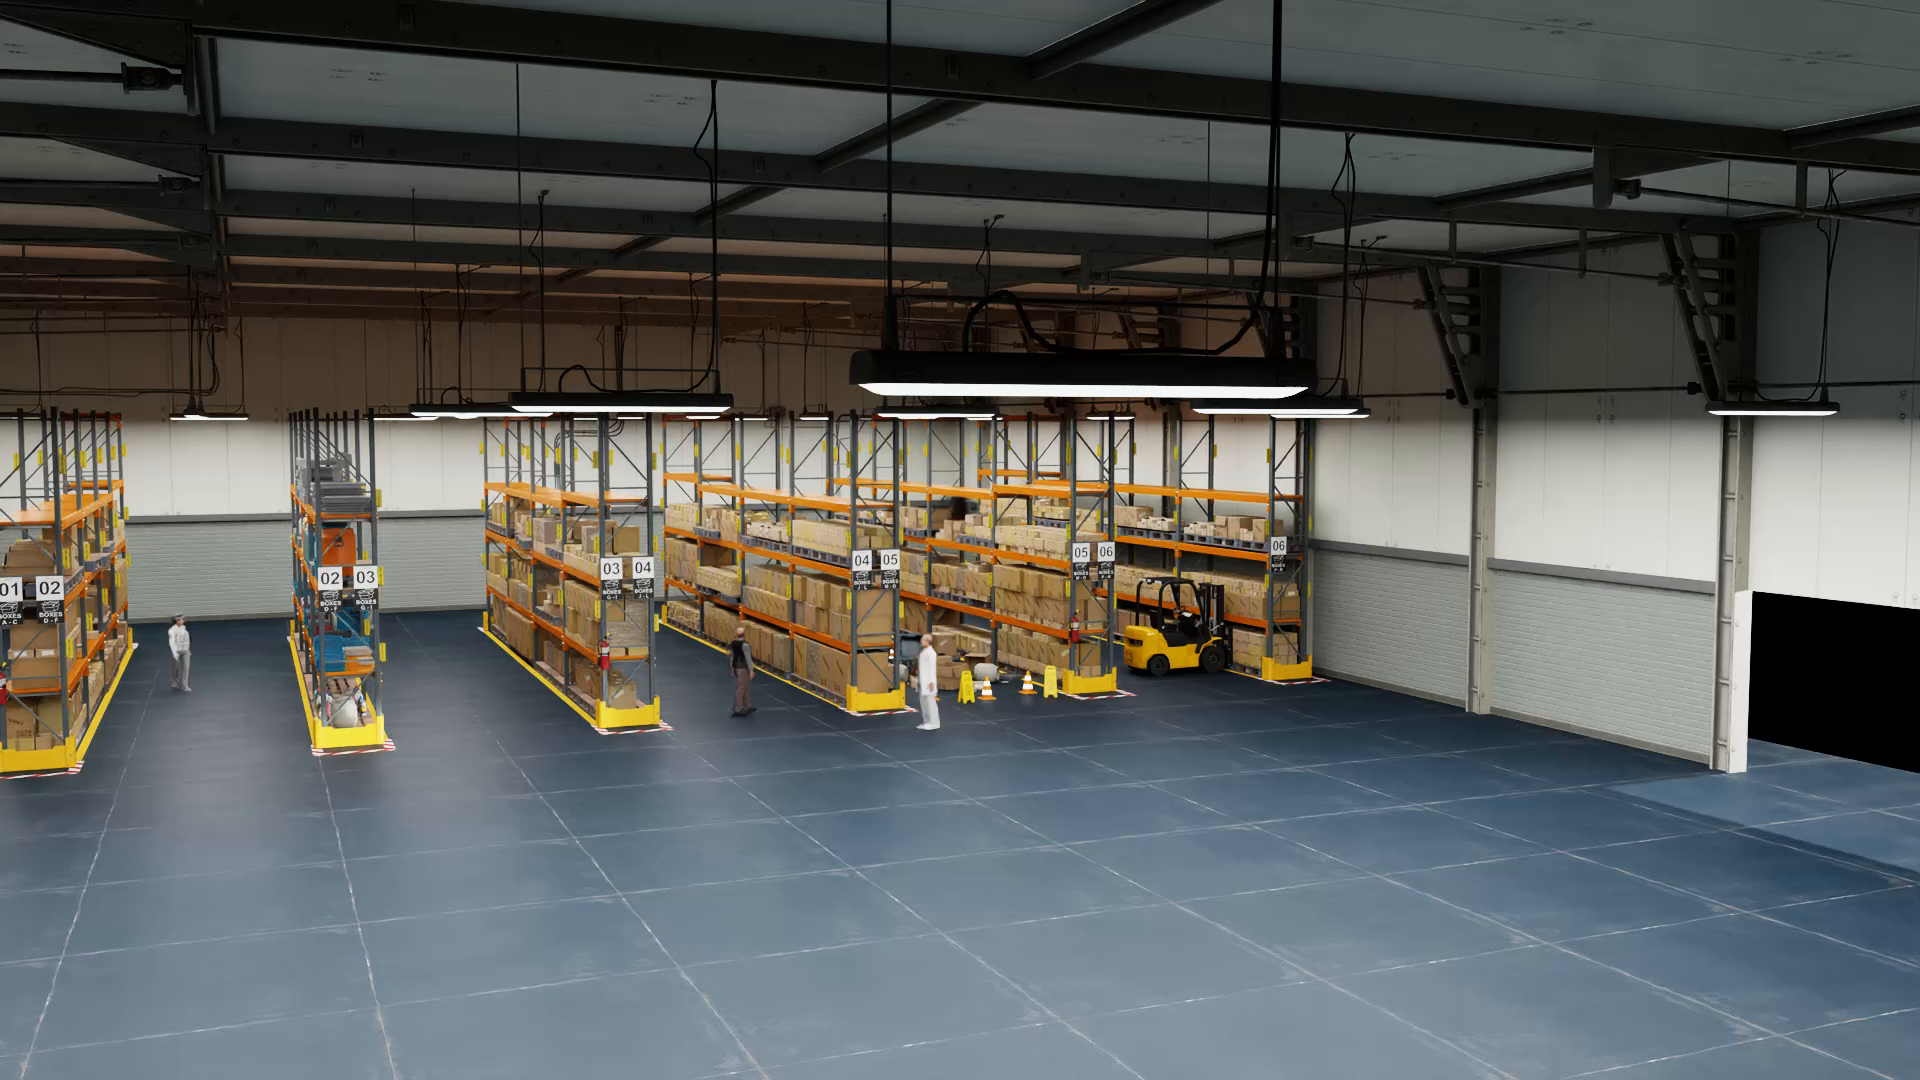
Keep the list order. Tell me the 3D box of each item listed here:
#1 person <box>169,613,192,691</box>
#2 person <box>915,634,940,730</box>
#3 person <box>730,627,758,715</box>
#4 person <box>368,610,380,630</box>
[{"bbox_3d":[-16.733,2.394,35.705,0.510,1.654,0.850,-4,5,-43],"label":"person"},{"bbox_3d":[-0.610,2.667,31.094,0.432,1.824,0.716,-2,4,-25],"label":"person"},{"bbox_3d":[-4.225,2.572,32.796,0.596,1.719,0.568,-2,4,-26],"label":"person"},{"bbox_3d":[-16.387,1.612,45.976,0.644,1.758,0.655,-2,5,-29],"label":"person"}]
